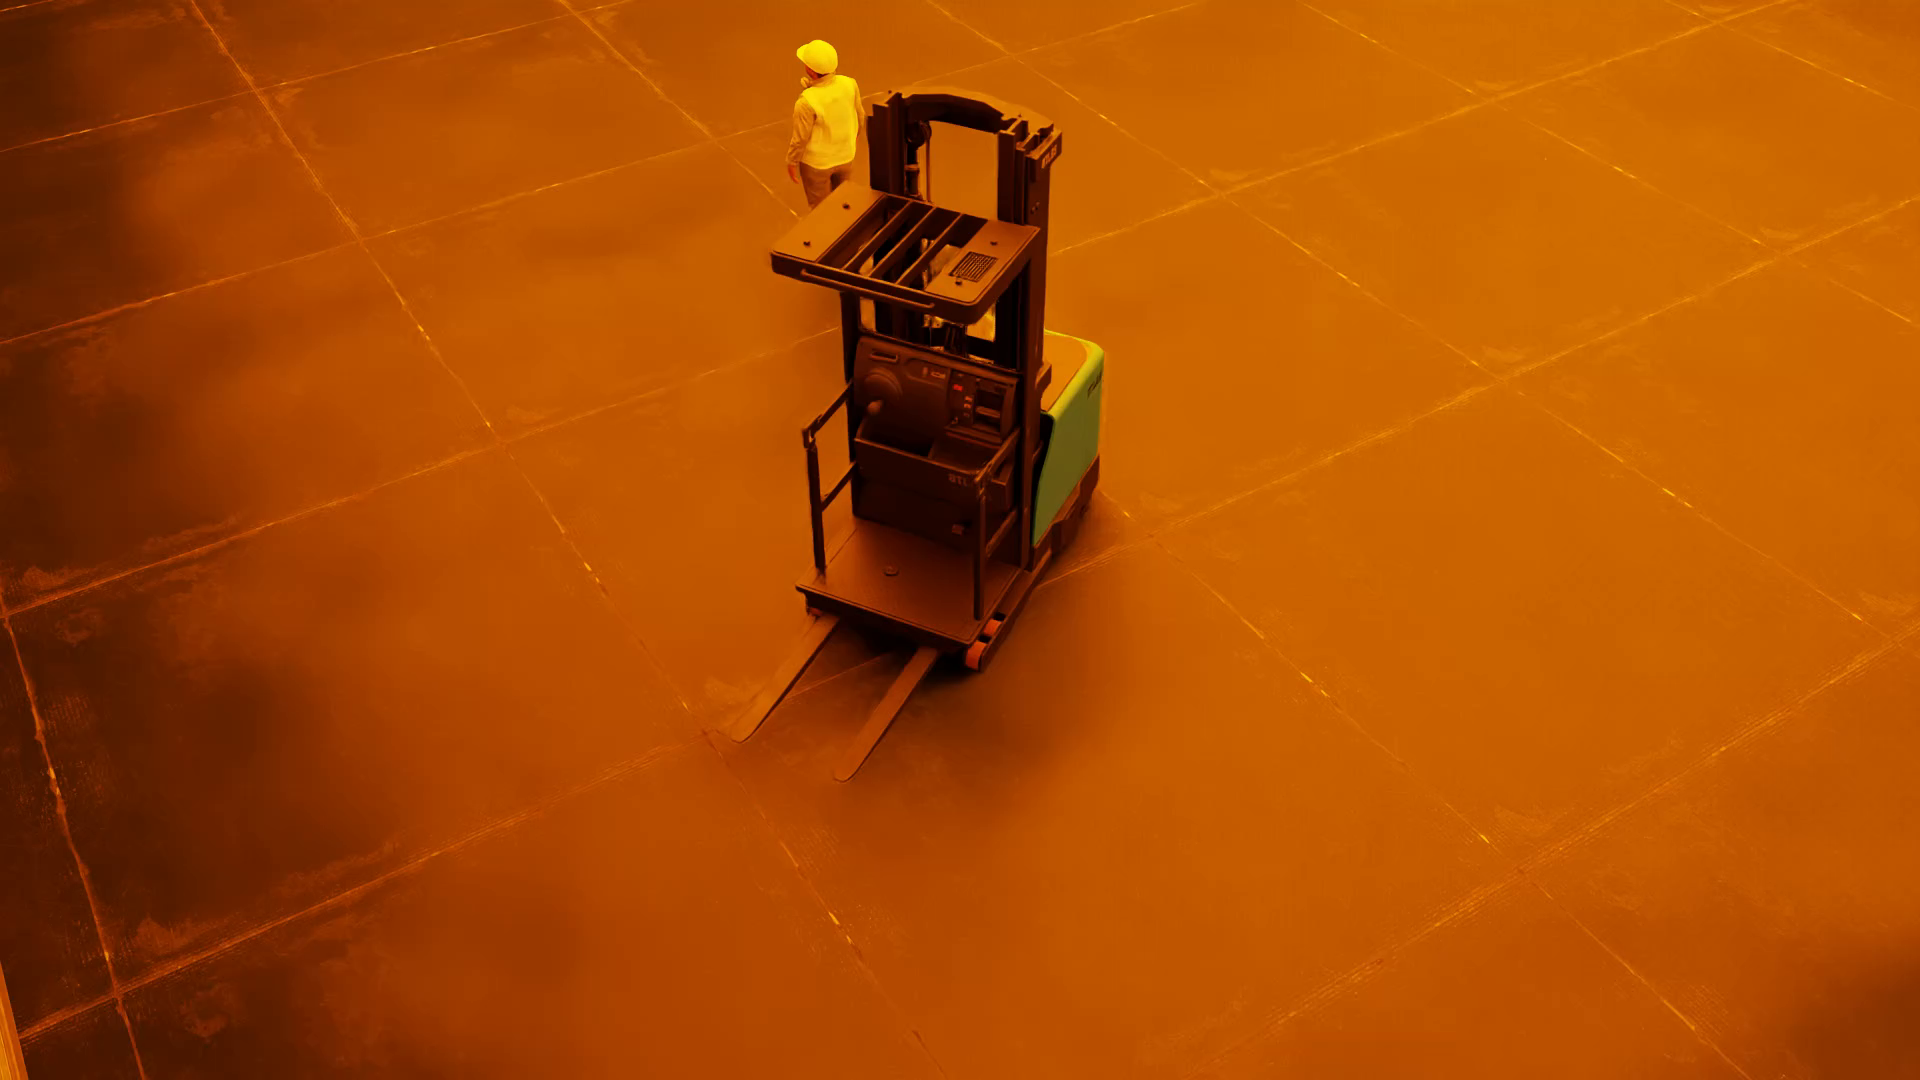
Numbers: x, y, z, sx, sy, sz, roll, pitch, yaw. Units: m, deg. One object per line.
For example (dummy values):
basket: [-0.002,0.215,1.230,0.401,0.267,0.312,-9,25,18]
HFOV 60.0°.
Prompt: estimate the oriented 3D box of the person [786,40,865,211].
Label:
person: [-1.000,-2.794,11.940,0.633,1.769,0.568,-28,48,-28]

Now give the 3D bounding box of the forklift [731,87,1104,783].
forklift: [-0.230,-0.710,8.683,1.130,2.935,3.031,18,44,19]
